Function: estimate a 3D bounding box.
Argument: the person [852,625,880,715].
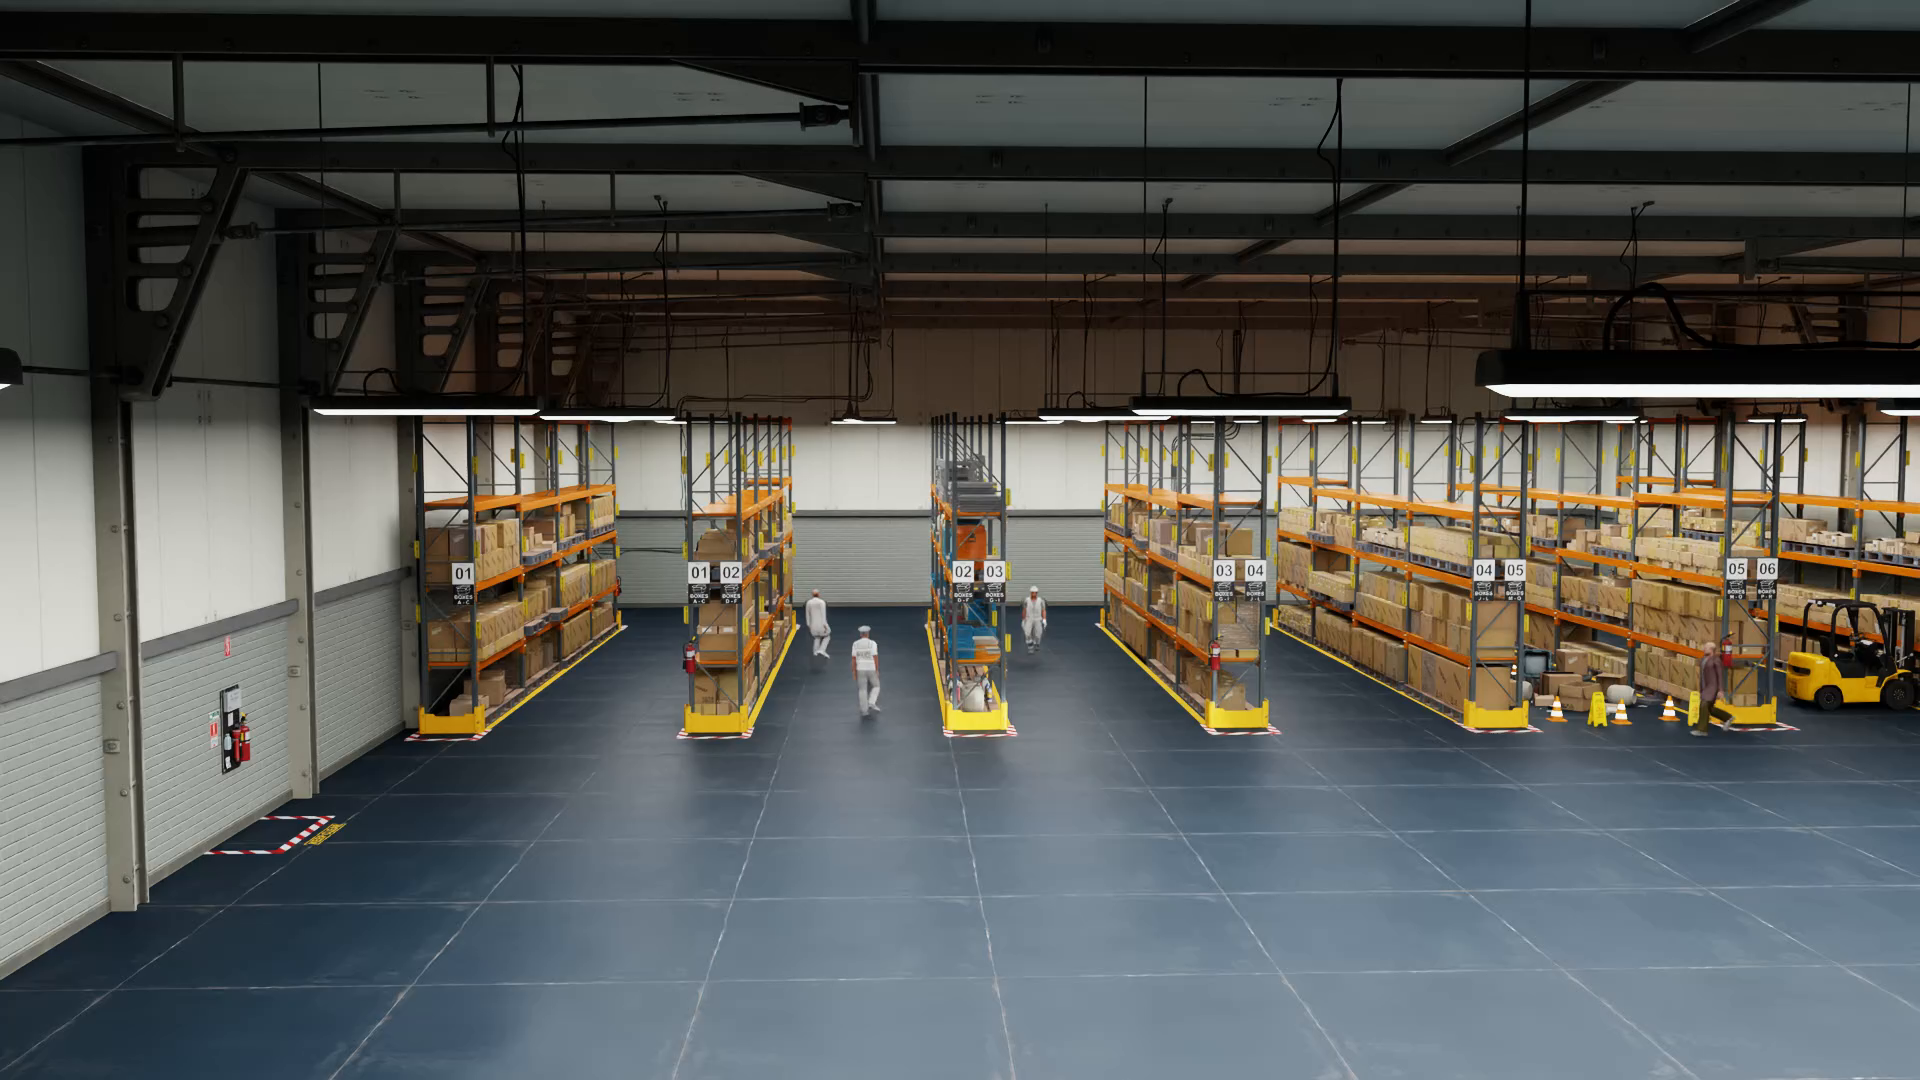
[{"bbox_3d":[-1.862,2.590,32.995,0.594,1.759,0.512,1,4,7],"label":"person"}]

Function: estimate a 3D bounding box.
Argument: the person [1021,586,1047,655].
[{"bbox_3d":[1.794,1.932,40.258,0.601,1.640,0.608,0,4,-1],"label":"person"}]

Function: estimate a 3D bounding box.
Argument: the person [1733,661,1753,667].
[{"bbox_3d":[17.078,2.479,36.215,0.530,1.574,0.704,0,4,-1],"label":"person"}]

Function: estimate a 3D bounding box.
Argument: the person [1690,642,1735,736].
[{"bbox_3d":[13.953,2.747,30.780,0.990,1.741,0.638,-1,4,-9],"label":"person"}]

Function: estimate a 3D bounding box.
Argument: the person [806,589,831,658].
[{"bbox_3d":[-3.402,2.001,39.705,0.595,1.671,0.580,1,4,10],"label":"person"}]
